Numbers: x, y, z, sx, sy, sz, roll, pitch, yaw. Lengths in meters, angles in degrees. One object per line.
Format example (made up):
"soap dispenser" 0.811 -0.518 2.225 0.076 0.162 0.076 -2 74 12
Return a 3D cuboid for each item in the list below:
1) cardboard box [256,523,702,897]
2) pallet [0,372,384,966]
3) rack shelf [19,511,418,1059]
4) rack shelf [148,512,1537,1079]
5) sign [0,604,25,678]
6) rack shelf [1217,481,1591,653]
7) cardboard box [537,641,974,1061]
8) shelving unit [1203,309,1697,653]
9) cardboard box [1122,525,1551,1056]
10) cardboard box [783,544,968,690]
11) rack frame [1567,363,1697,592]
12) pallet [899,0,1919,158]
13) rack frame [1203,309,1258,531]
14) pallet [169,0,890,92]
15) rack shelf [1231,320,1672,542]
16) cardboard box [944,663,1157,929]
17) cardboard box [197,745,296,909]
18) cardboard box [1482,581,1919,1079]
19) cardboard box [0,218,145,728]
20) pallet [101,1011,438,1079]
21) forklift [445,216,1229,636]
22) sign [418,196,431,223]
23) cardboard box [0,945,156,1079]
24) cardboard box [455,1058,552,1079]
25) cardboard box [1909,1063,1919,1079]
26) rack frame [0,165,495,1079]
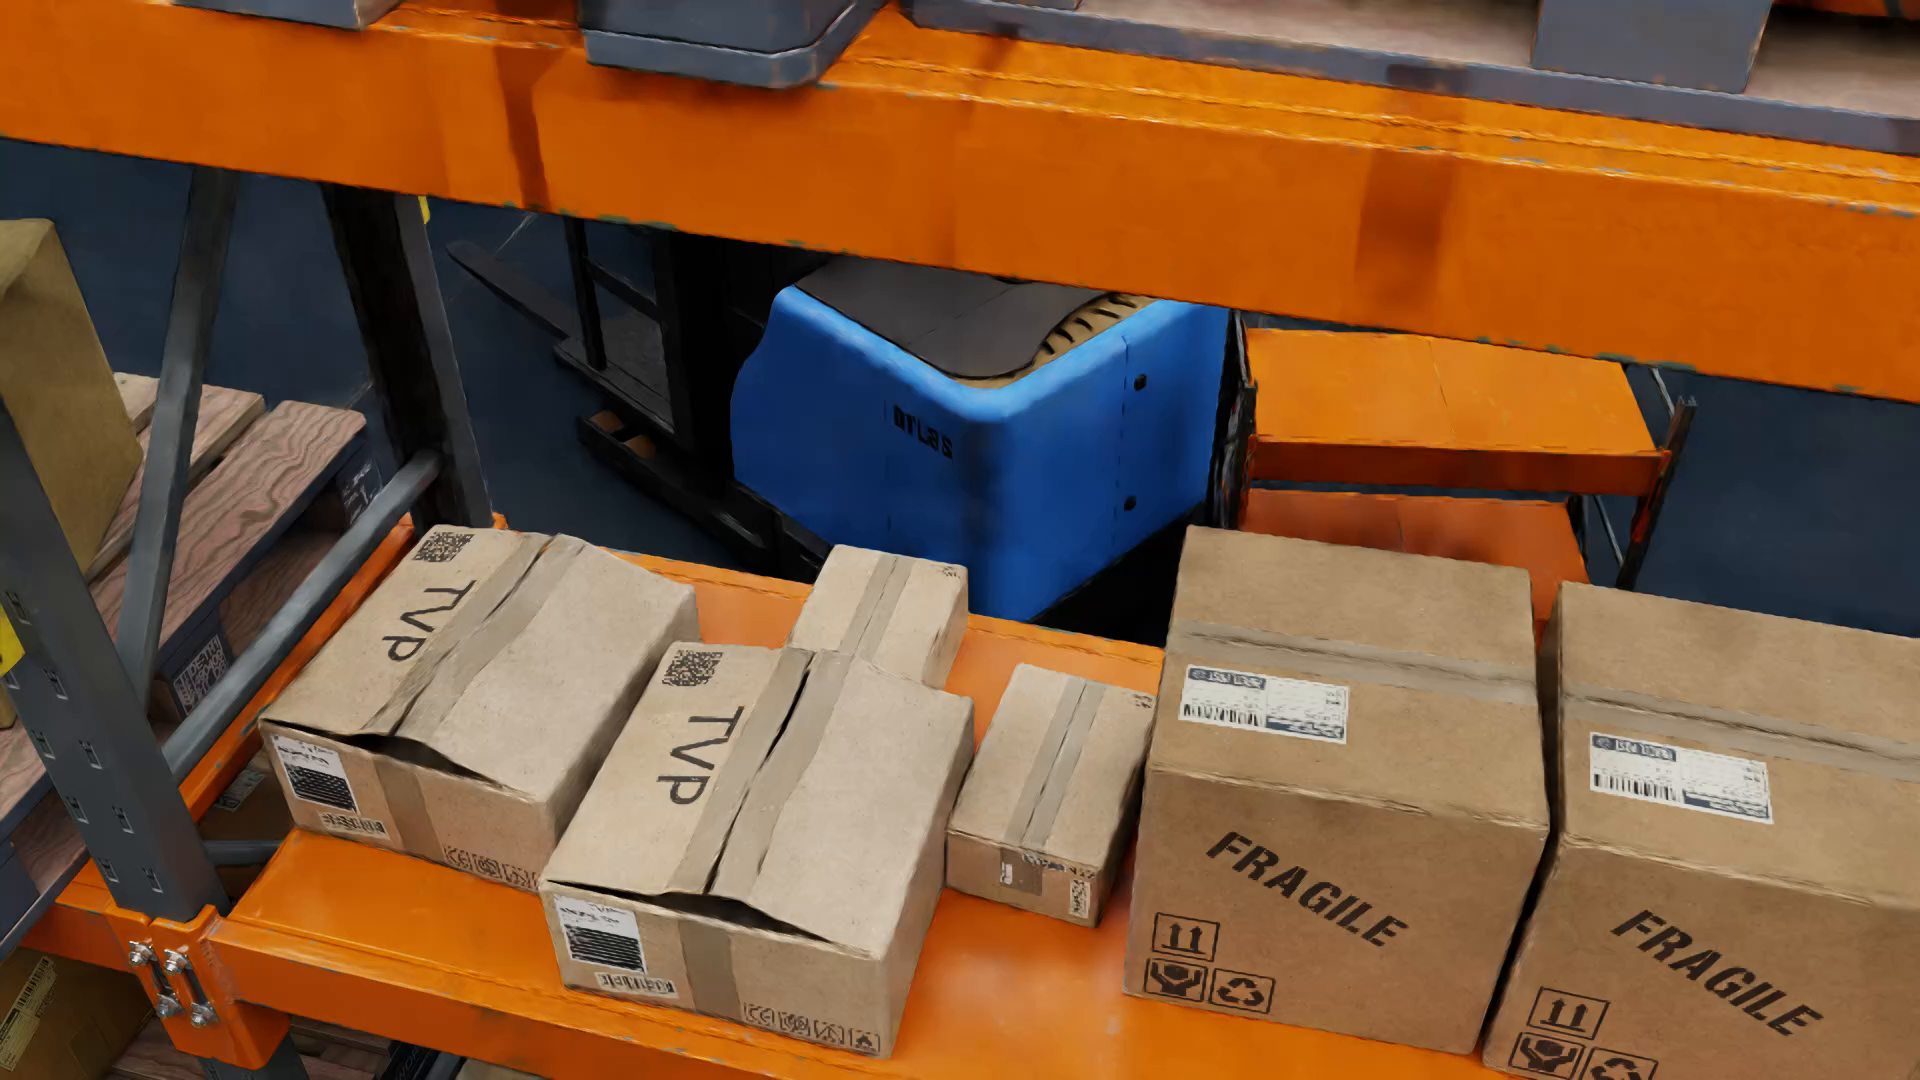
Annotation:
"cardboard box" -0.754 0.245 2.695 0.500 0.311 0.500 12 42 14
"pallet" -1.767 0.127 2.915 1.003 0.211 1.213 10 41 11
"rack shelf" -3.026 0.066 3.398 4.000 0.370 1.077 10 41 11
"rack shelf" 0.838 0.731 2.607 4.000 0.370 1.077 10 41 11
"sign" -1.225 0.049 2.021 0.005 0.325 0.100 10 41 11
"rack shelf" 1.212 0.123 4.609 1.000 0.278 0.538 3 40 3
"cardboard box" -0.280 0.426 2.479 0.500 0.311 0.500 9 41 11
"shelving unit" 1.212 -0.064 4.451 1.048 1.125 0.538 3 40 3
"cardboard box" 0.531 0.354 2.419 0.500 0.500 0.500 8 41 9
"cardboard box" -0.154 0.197 2.878 0.250 0.149 0.380 10 41 11
"rack frame" 1.720 -0.041 4.424 0.032 1.125 0.500 3 40 3
"pallet" 0.666 -0.712 1.580 1.213 0.211 1.003 12 41 13
"rack frame" 0.705 -0.087 4.478 0.032 1.125 0.500 3 40 3
"pallet" -0.416 -0.896 1.799 1.003 0.211 1.213 12 41 13
"rack shelf" 1.212 -0.288 4.263 1.000 0.278 0.538 3 40 3
"cardboard box" 0.152 0.396 2.641 0.250 0.149 0.380 13 42 15
"cardboard box" -1.460 0.659 3.735 0.500 0.500 0.500 11 41 13
"cardboard box" 1.039 0.441 2.315 0.500 0.500 0.500 10 41 11
"cardboard box" -1.732 -0.111 2.645 0.500 0.500 0.700 -3 40 -3
"pallet" -1.806 1.043 3.844 1.213 0.211 1.003 10 41 11
"forklift" -0.627 -1.506 4.764 1.130 2.935 3.031 -32 50 -32
"sign" -0.954 -0.666 2.810 0.005 0.325 0.100 10 41 11
"cardboard box" -2.058 0.902 3.445 0.500 0.500 0.500 11 41 13
"cardboard box" -0.664 1.070 3.019 0.500 0.311 0.500 11 41 13
"cardboard box" 1.523 0.524 2.216 0.500 0.500 0.500 13 42 15
"rack frame" -1.094 0.123 2.771 0.127 3.000 1.000 10 41 11
